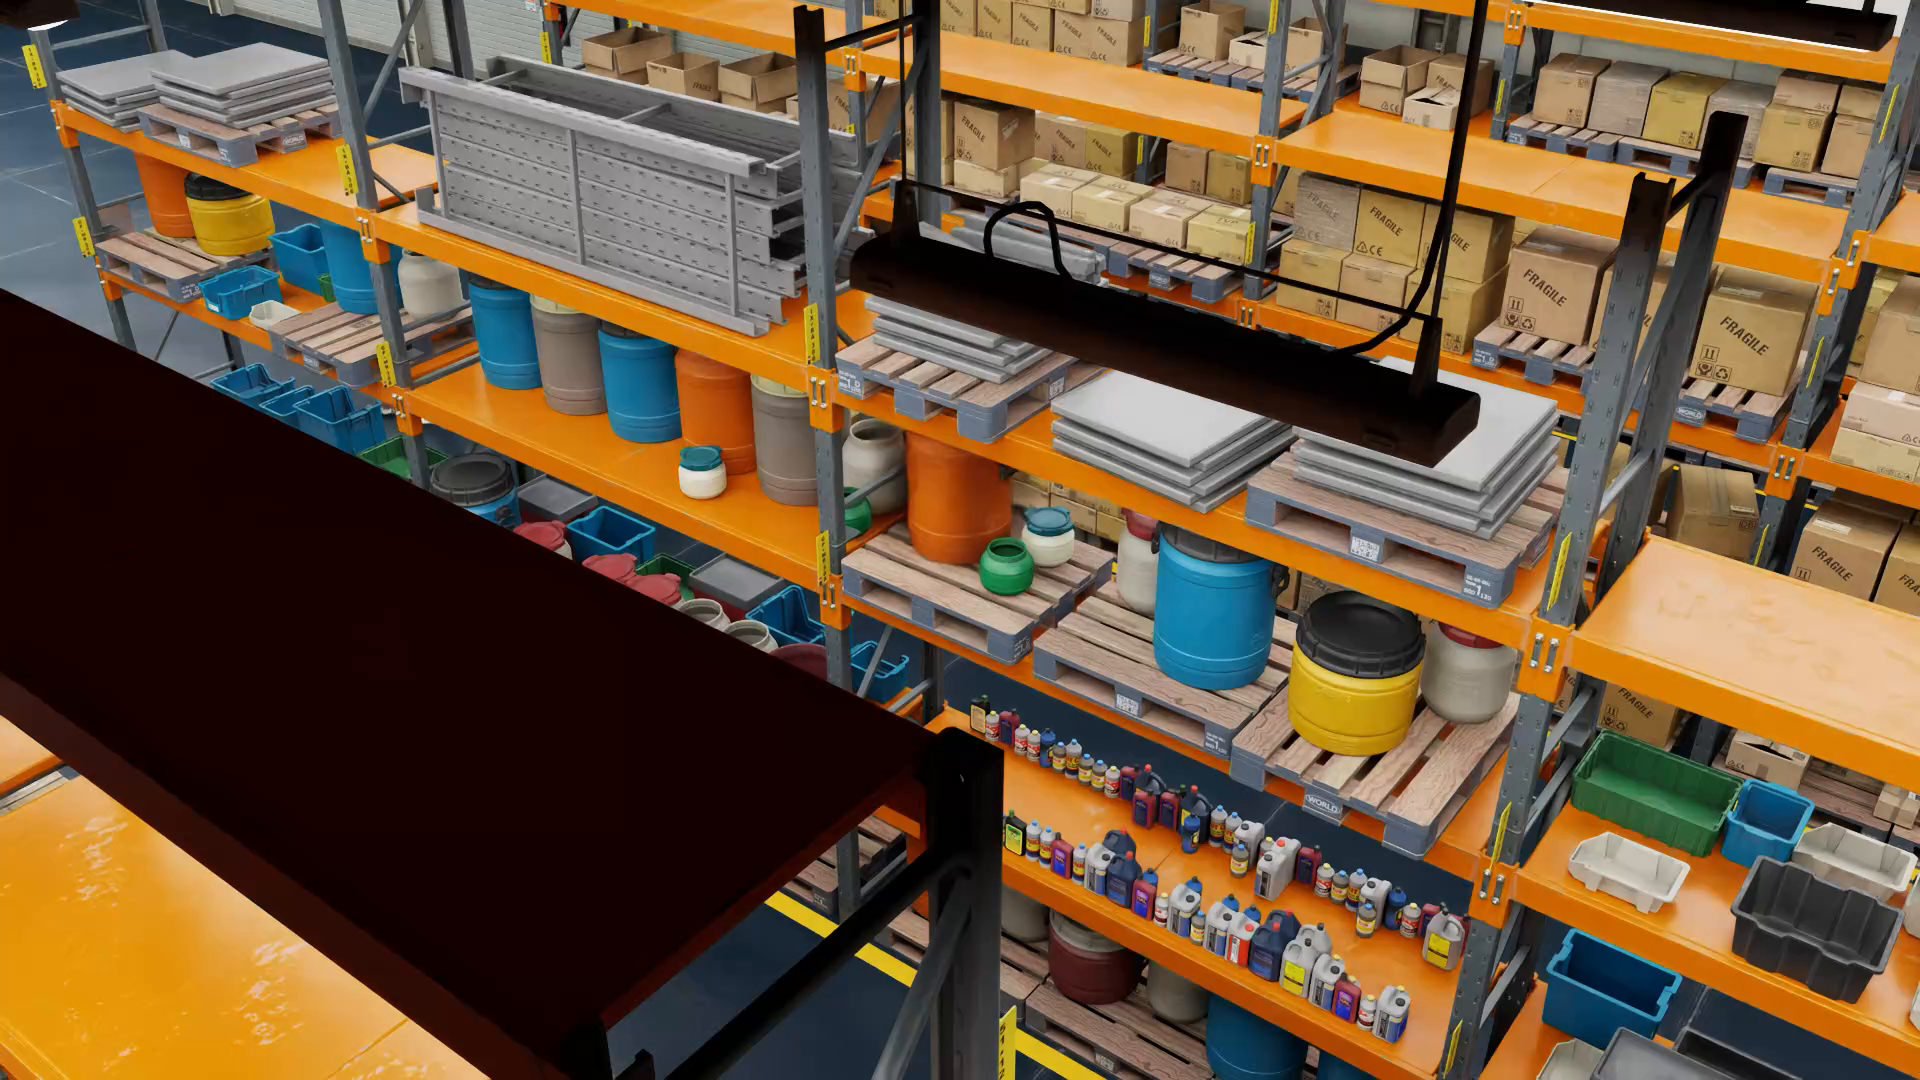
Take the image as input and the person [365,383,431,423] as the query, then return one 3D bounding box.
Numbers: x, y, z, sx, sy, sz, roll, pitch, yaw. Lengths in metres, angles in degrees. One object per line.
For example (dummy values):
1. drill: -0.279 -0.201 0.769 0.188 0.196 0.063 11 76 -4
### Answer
1. person: -5.768 -1.947 16.853 0.928 1.624 0.491 0 31 -1
